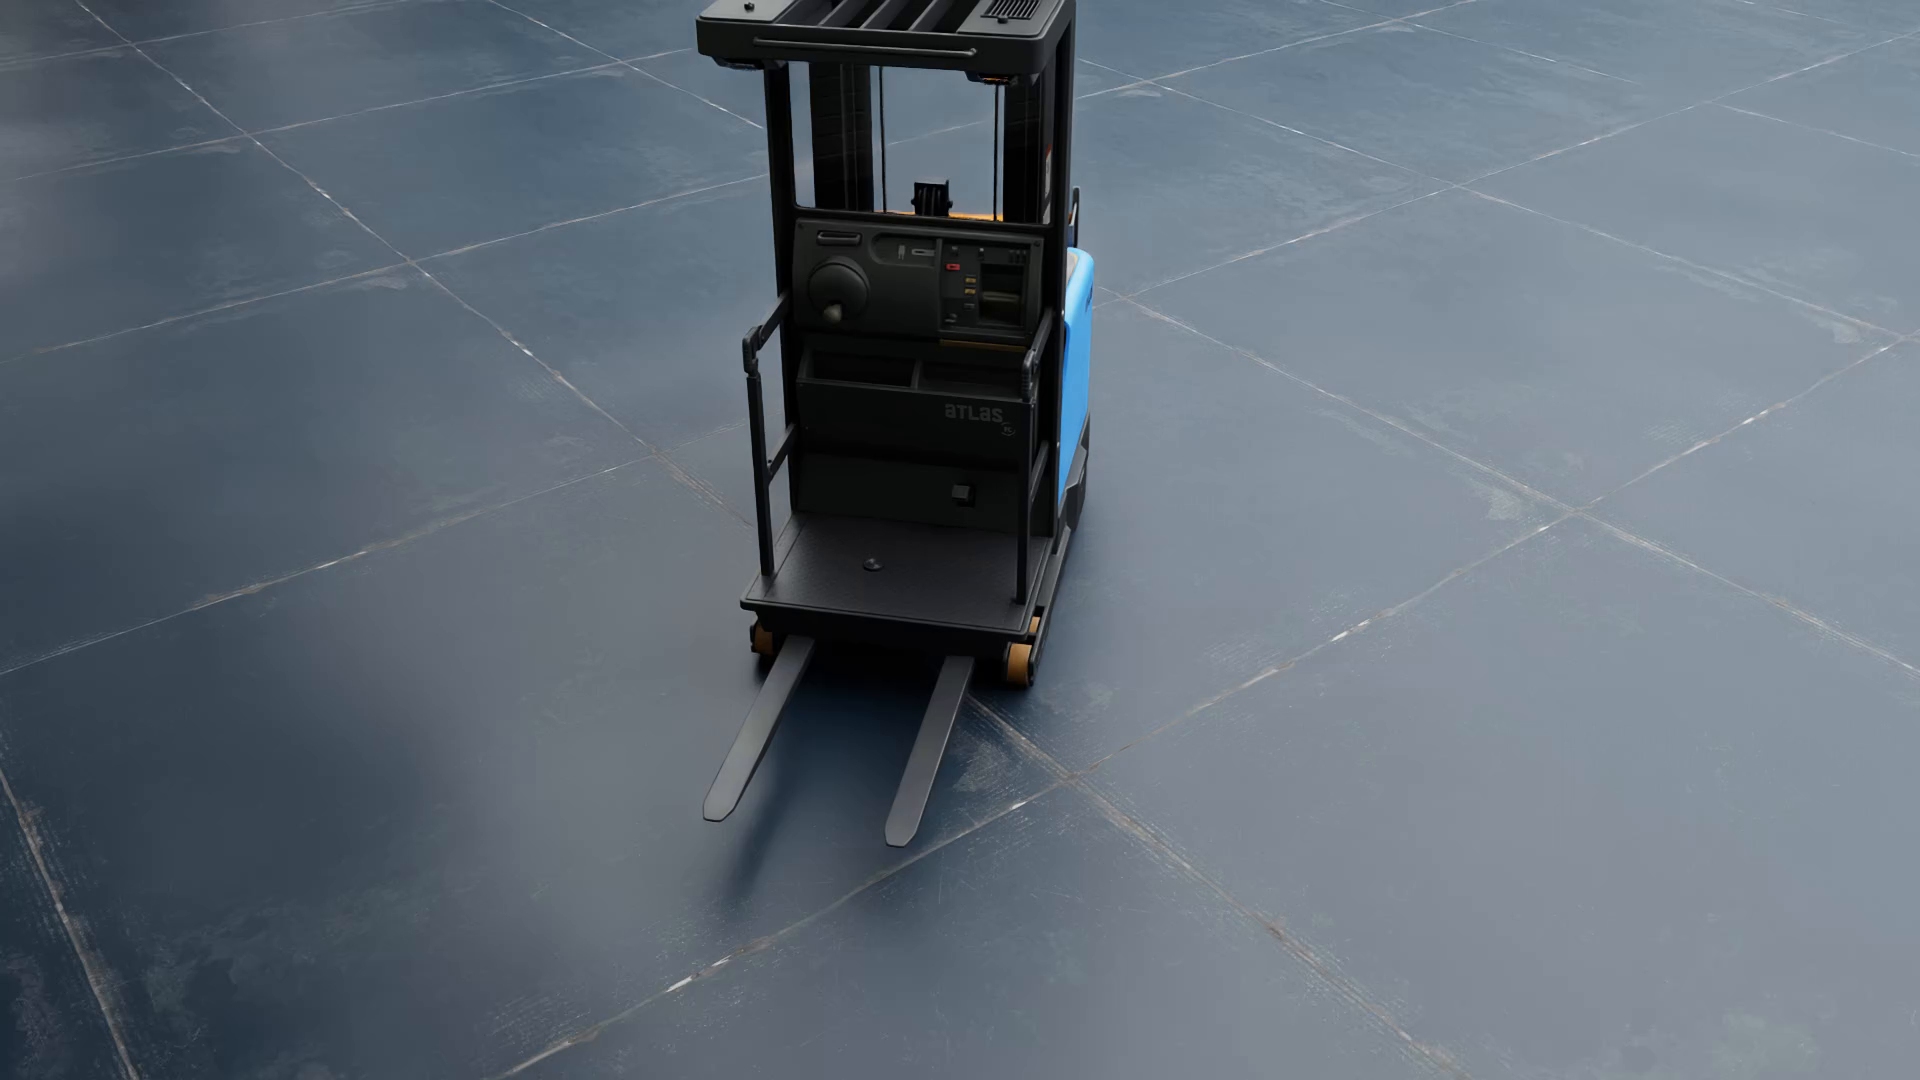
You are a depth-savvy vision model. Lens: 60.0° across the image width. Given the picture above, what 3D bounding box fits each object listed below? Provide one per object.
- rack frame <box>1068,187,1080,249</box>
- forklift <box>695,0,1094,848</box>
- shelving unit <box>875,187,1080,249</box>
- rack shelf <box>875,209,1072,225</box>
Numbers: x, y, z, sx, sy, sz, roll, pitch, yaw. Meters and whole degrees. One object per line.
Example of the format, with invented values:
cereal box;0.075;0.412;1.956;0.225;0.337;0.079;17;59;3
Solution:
rack frame;0.516;-1.044;7.864;0.032;1.125;0.500;4;32;6
forklift;-0.200;-0.901;5.923;1.130;2.935;3.031;6;32;10
shelving unit;0.012;-1.076;7.915;1.048;1.125;0.538;4;32;6
rack shelf;0.012;-1.325;7.761;1.000;0.278;0.538;4;32;6
